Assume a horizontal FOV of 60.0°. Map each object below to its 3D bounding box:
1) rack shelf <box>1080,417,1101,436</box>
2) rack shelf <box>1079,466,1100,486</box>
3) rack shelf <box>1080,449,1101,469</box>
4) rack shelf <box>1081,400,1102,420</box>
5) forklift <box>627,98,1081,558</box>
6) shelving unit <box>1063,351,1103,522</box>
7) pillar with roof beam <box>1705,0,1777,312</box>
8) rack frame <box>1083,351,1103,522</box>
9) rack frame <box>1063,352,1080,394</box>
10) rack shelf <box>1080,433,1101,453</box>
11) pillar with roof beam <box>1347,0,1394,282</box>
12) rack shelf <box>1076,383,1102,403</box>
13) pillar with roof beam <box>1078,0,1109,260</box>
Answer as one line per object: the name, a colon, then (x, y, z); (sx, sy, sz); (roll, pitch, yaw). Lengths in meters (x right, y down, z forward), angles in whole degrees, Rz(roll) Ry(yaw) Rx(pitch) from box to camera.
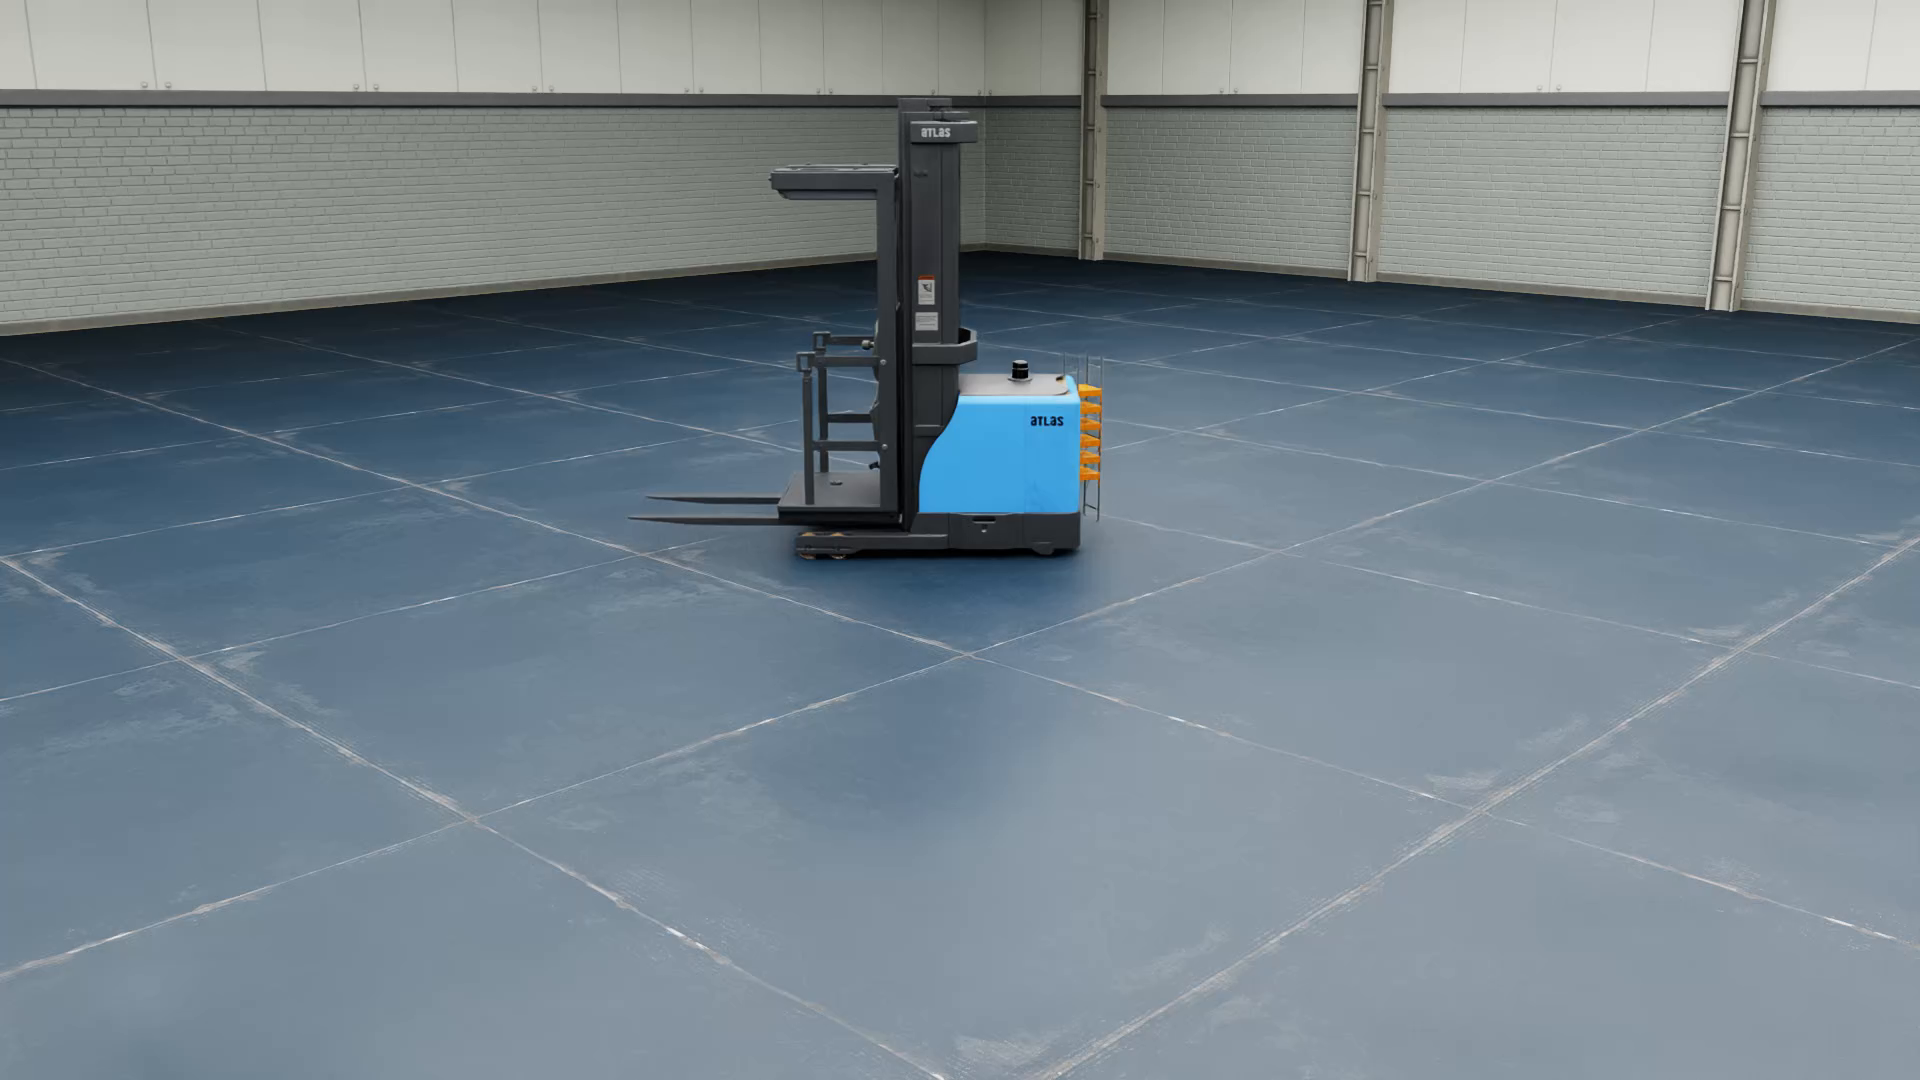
rack shelf: (0.866, -0.803, 11.834); (0.180, 0.103, 0.258); (-6, 16, -23)
rack shelf: (0.866, -0.454, 11.925); (0.180, 0.103, 0.258); (-6, 16, -23)
rack shelf: (0.866, -0.571, 11.894); (0.180, 0.103, 0.258); (-6, 16, -23)
rack shelf: (0.866, -0.919, 11.804); (0.180, 0.103, 0.258); (-6, 16, -23)
forklift: (-0.711, -1.430, 11.106); (3.031, 2.935, 1.130); (0, 15, 1)
shelving unit: (0.866, -0.730, 11.853); (0.189, 1.200, 0.258); (-6, 16, -23)
pillar with roof beam: (8.210, -6.957, 20.285); (0.400, 9.000, 9.100); (14, 20, 42)
rack frame: (0.950, -0.739, 11.888); (0.006, 1.200, 0.240); (-6, 16, -23)
rack frame: (0.782, -0.720, 11.817); (0.006, 1.200, 0.240); (-6, 16, -23)
rack shelf: (0.866, -0.687, 11.864); (0.180, 0.103, 0.258); (-6, 16, -23)
pillar with roof beam: (3.891, -8.007, 24.315); (0.400, 9.000, 9.100); (14, 20, 42)
rack shelf: (0.866, -1.035, 11.773); (0.180, 0.103, 0.258); (-6, 16, -23)
pillar with roof beam: (-0.429, -9.057, 28.345); (0.400, 9.000, 9.100); (14, 20, 42)
